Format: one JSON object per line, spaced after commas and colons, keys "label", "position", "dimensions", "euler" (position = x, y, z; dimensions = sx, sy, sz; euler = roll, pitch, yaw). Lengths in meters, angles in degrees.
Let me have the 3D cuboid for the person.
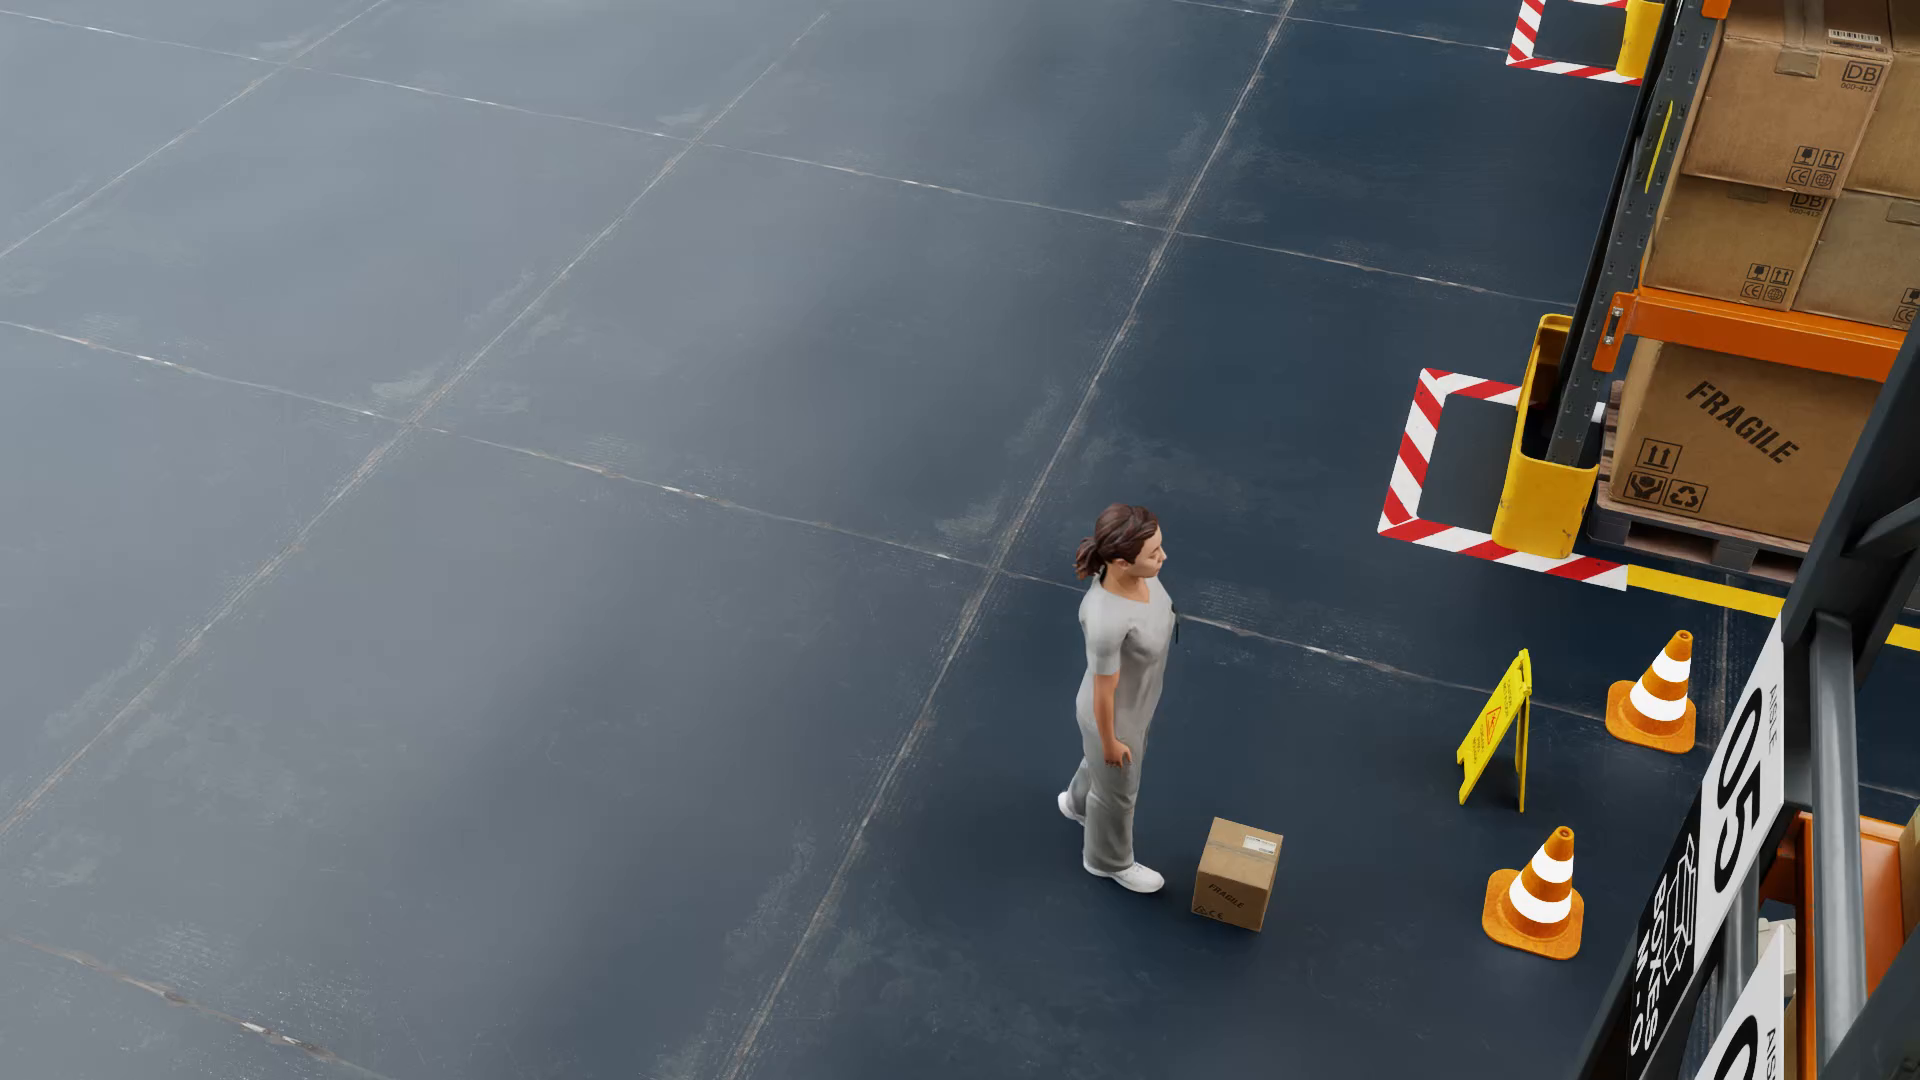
{"label": "person", "position": [0.539, 0.574, 5.577], "dimensions": [0.467, 1.750, 0.446], "euler": [14, 44, 15]}
